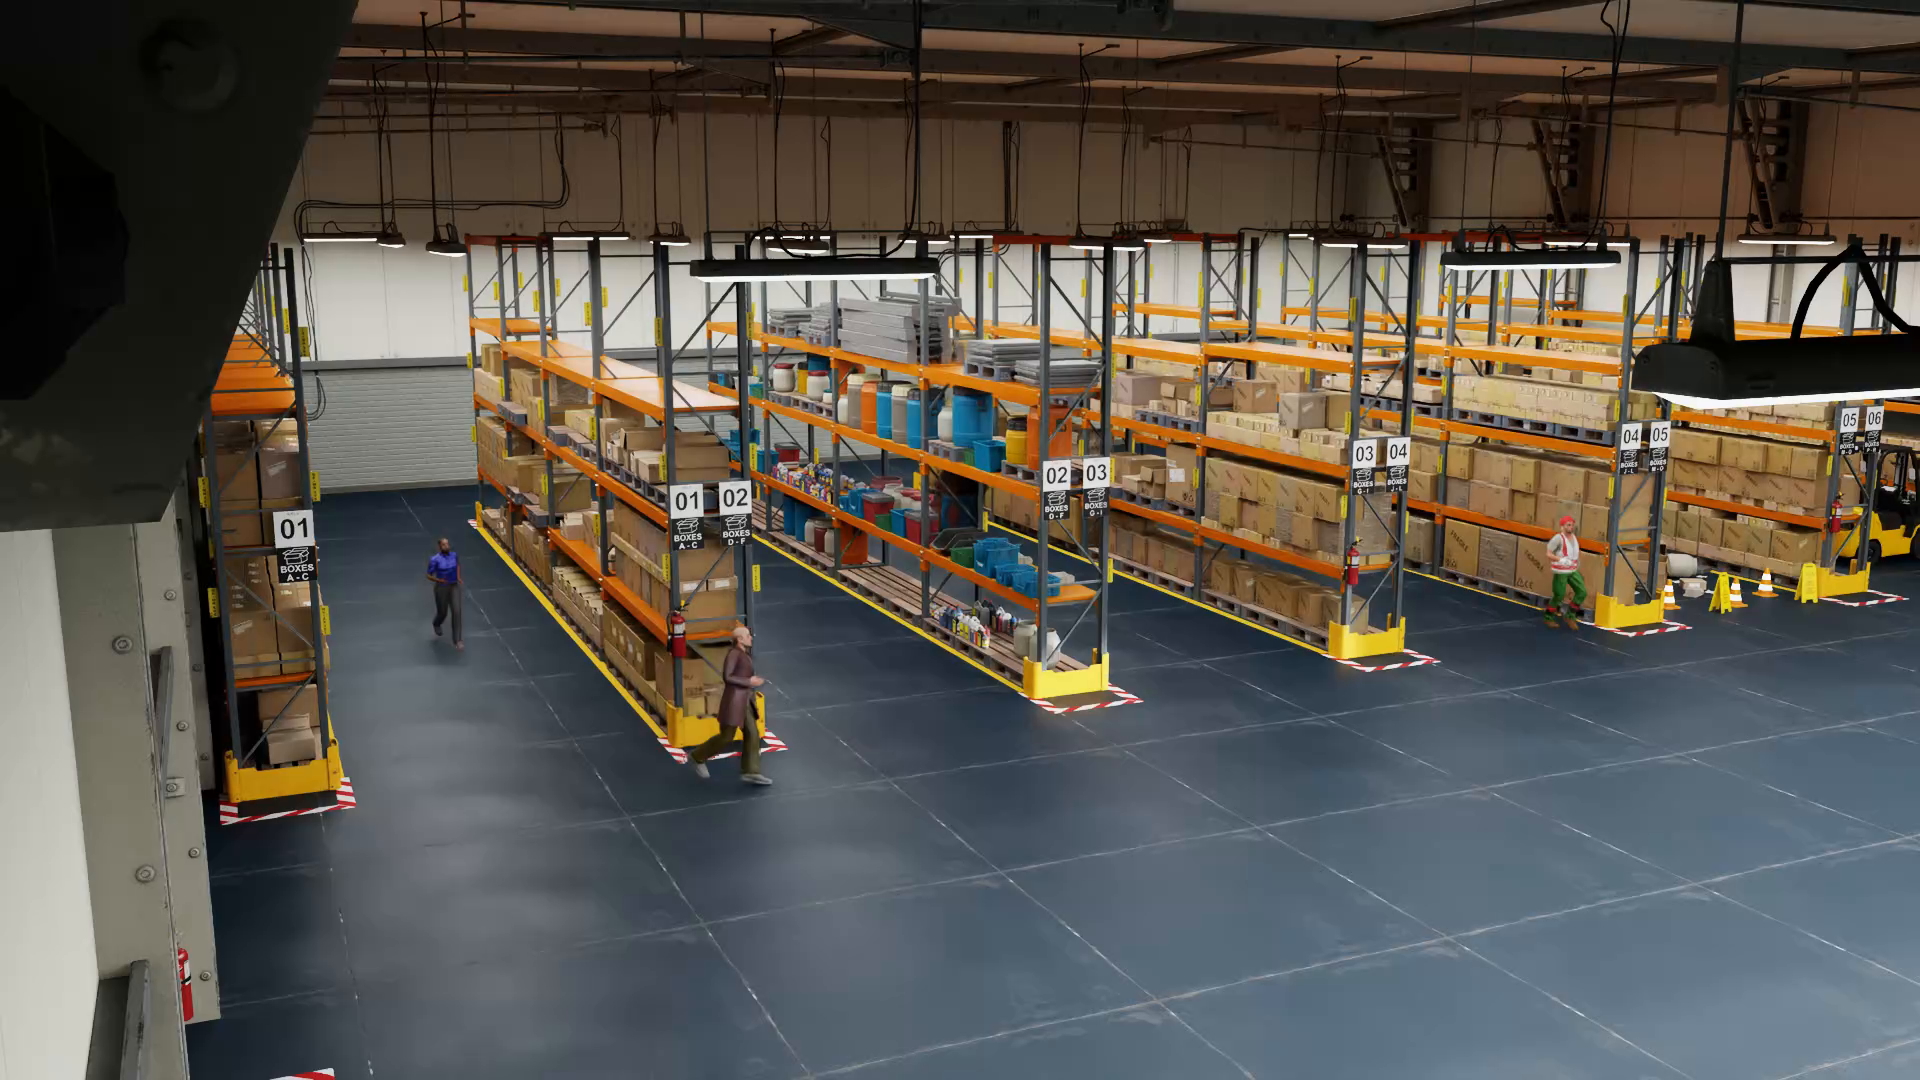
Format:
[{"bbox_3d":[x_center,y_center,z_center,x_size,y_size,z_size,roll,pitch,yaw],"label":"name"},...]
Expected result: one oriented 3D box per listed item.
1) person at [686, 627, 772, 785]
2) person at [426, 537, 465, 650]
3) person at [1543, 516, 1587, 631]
[{"bbox_3d":[-2.570,1.858,18.991,1.013,1.747,0.716,2,11,12],"label":"person"},{"bbox_3d":[-7.660,0.766,24.819,0.580,1.653,0.904,-8,14,-37],"label":"person"},{"bbox_3d":[9.404,0.513,25.789,0.721,1.794,0.605,-6,12,-27],"label":"person"}]
